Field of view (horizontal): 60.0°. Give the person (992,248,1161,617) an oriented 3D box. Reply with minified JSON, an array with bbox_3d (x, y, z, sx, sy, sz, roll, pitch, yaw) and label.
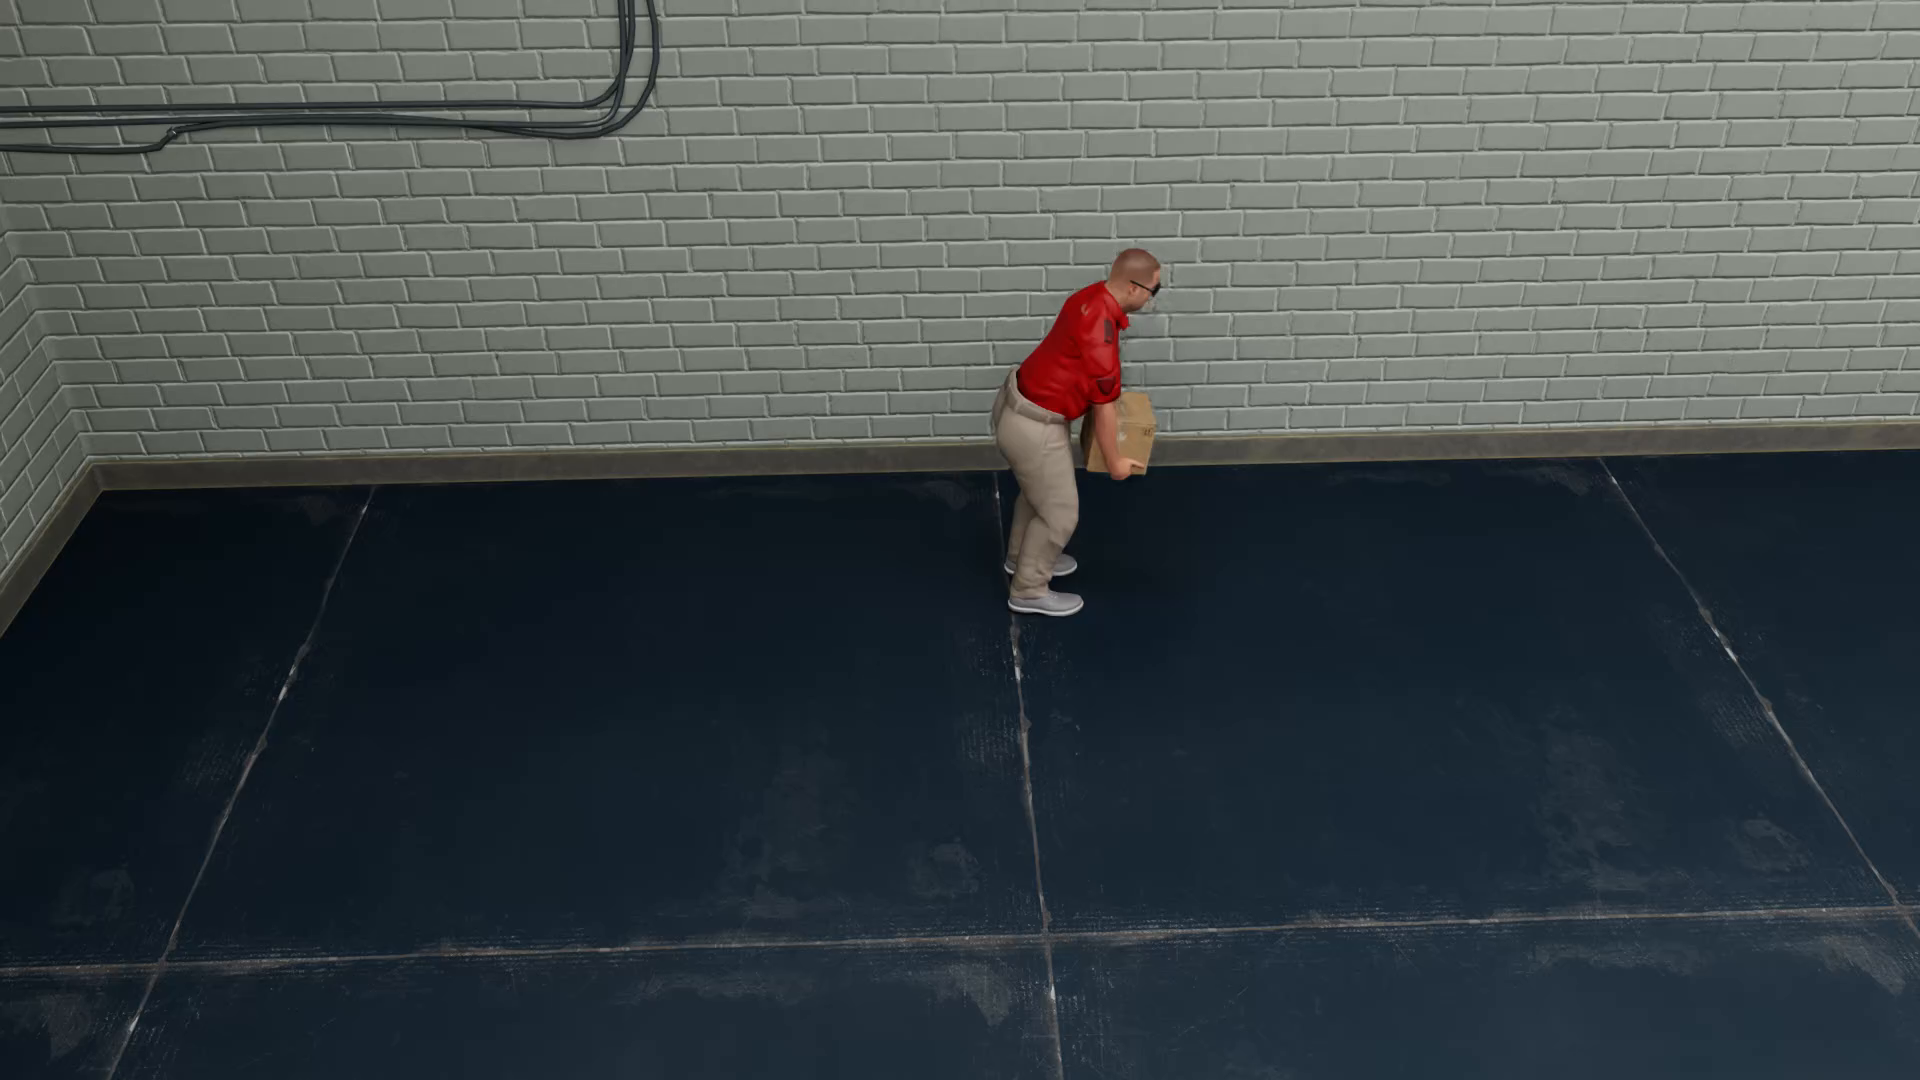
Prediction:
[{"bbox_3d":[0.479,-0.448,6.913,0.622,1.607,0.477,-2,35,-3],"label":"person"}]
